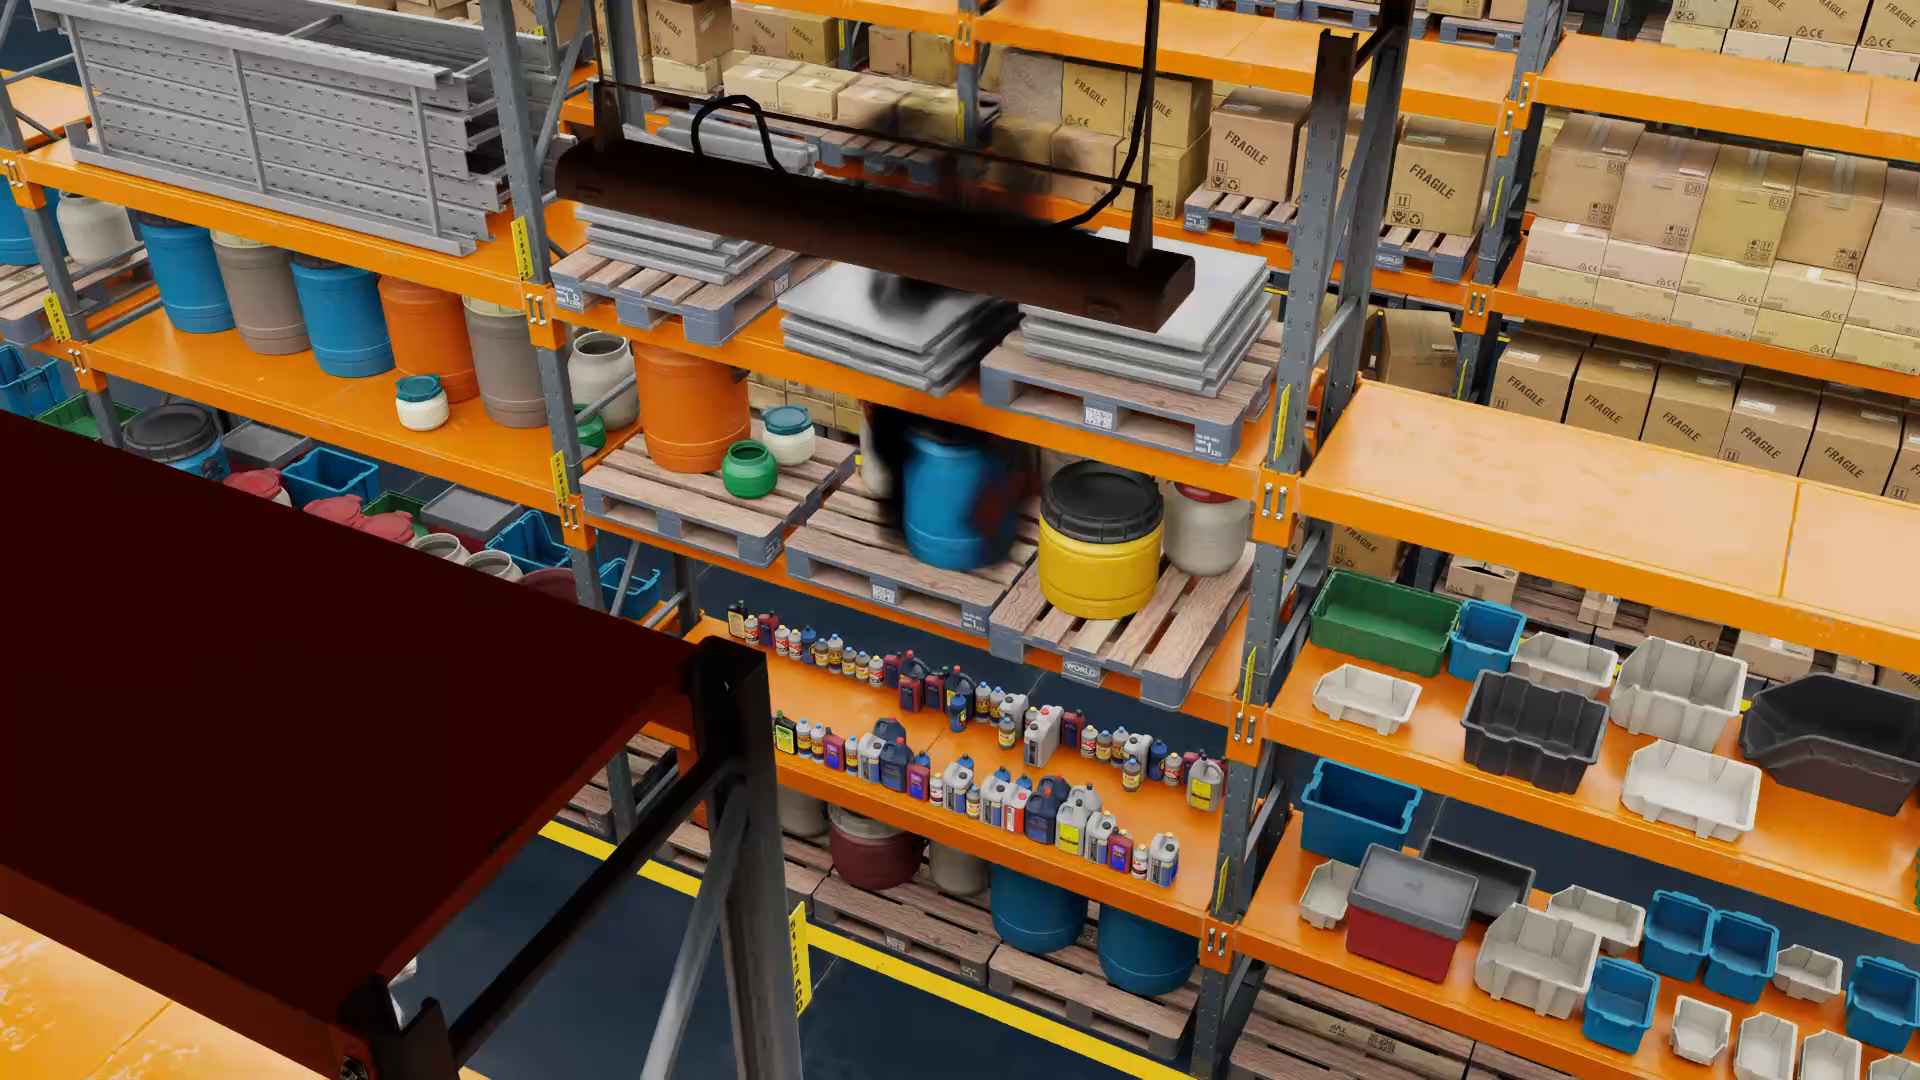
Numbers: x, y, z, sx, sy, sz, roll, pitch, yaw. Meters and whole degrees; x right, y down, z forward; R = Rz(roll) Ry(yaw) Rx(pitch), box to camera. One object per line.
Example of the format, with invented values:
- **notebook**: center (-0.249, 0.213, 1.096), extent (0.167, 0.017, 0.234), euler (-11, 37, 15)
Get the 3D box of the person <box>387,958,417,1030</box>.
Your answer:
- **person**: center (-3.073, 2.592, 8.738), extent (0.635, 1.674, 0.627), euler (14, 37, 19)
